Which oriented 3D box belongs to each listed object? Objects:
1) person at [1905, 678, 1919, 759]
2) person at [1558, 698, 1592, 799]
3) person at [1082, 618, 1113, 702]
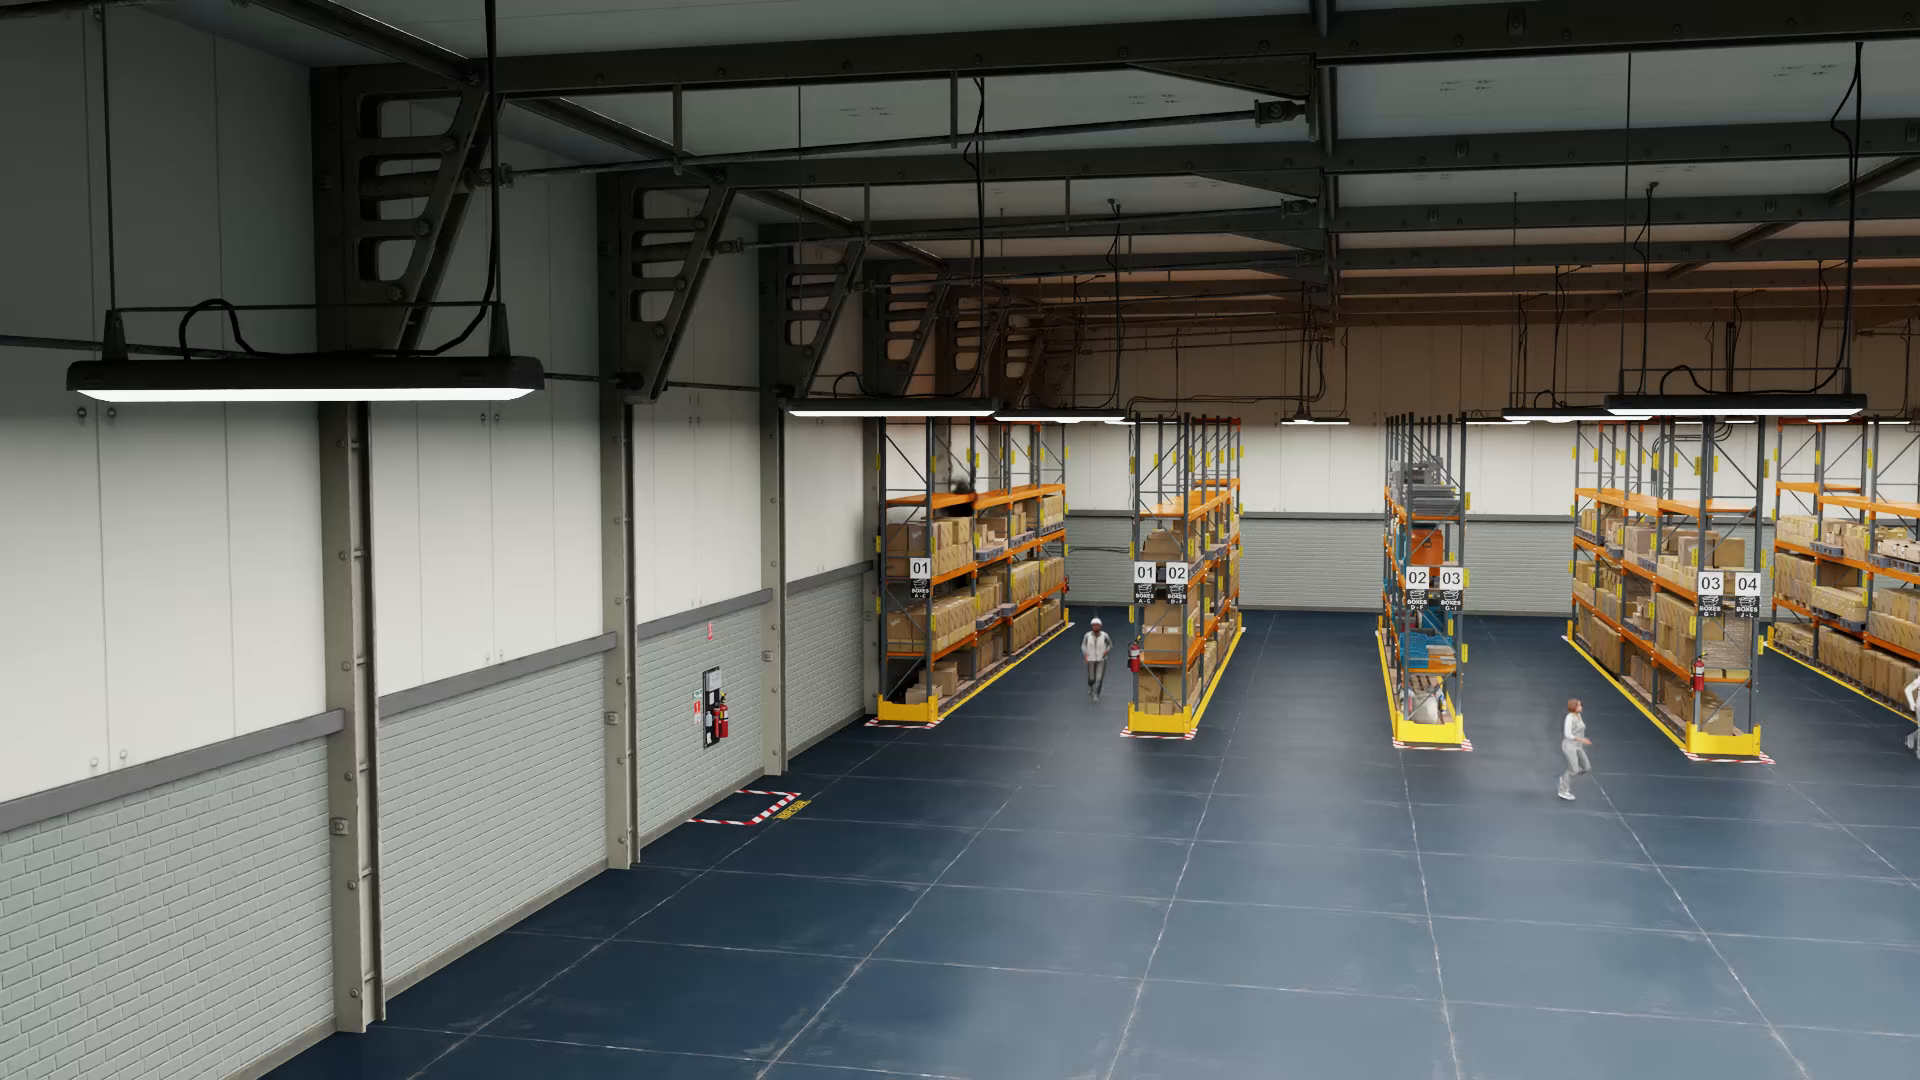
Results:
[{"bbox_3d":[16.805,2.959,28.930,0.657,1.687,0.747,0,4,3],"label":"person"},{"bbox_3d":[9.471,3.207,25.552,0.545,1.559,0.566,3,5,42],"label":"person"},{"bbox_3d":[2.874,2.508,34.820,0.656,1.746,0.627,1,4,9],"label":"person"}]
